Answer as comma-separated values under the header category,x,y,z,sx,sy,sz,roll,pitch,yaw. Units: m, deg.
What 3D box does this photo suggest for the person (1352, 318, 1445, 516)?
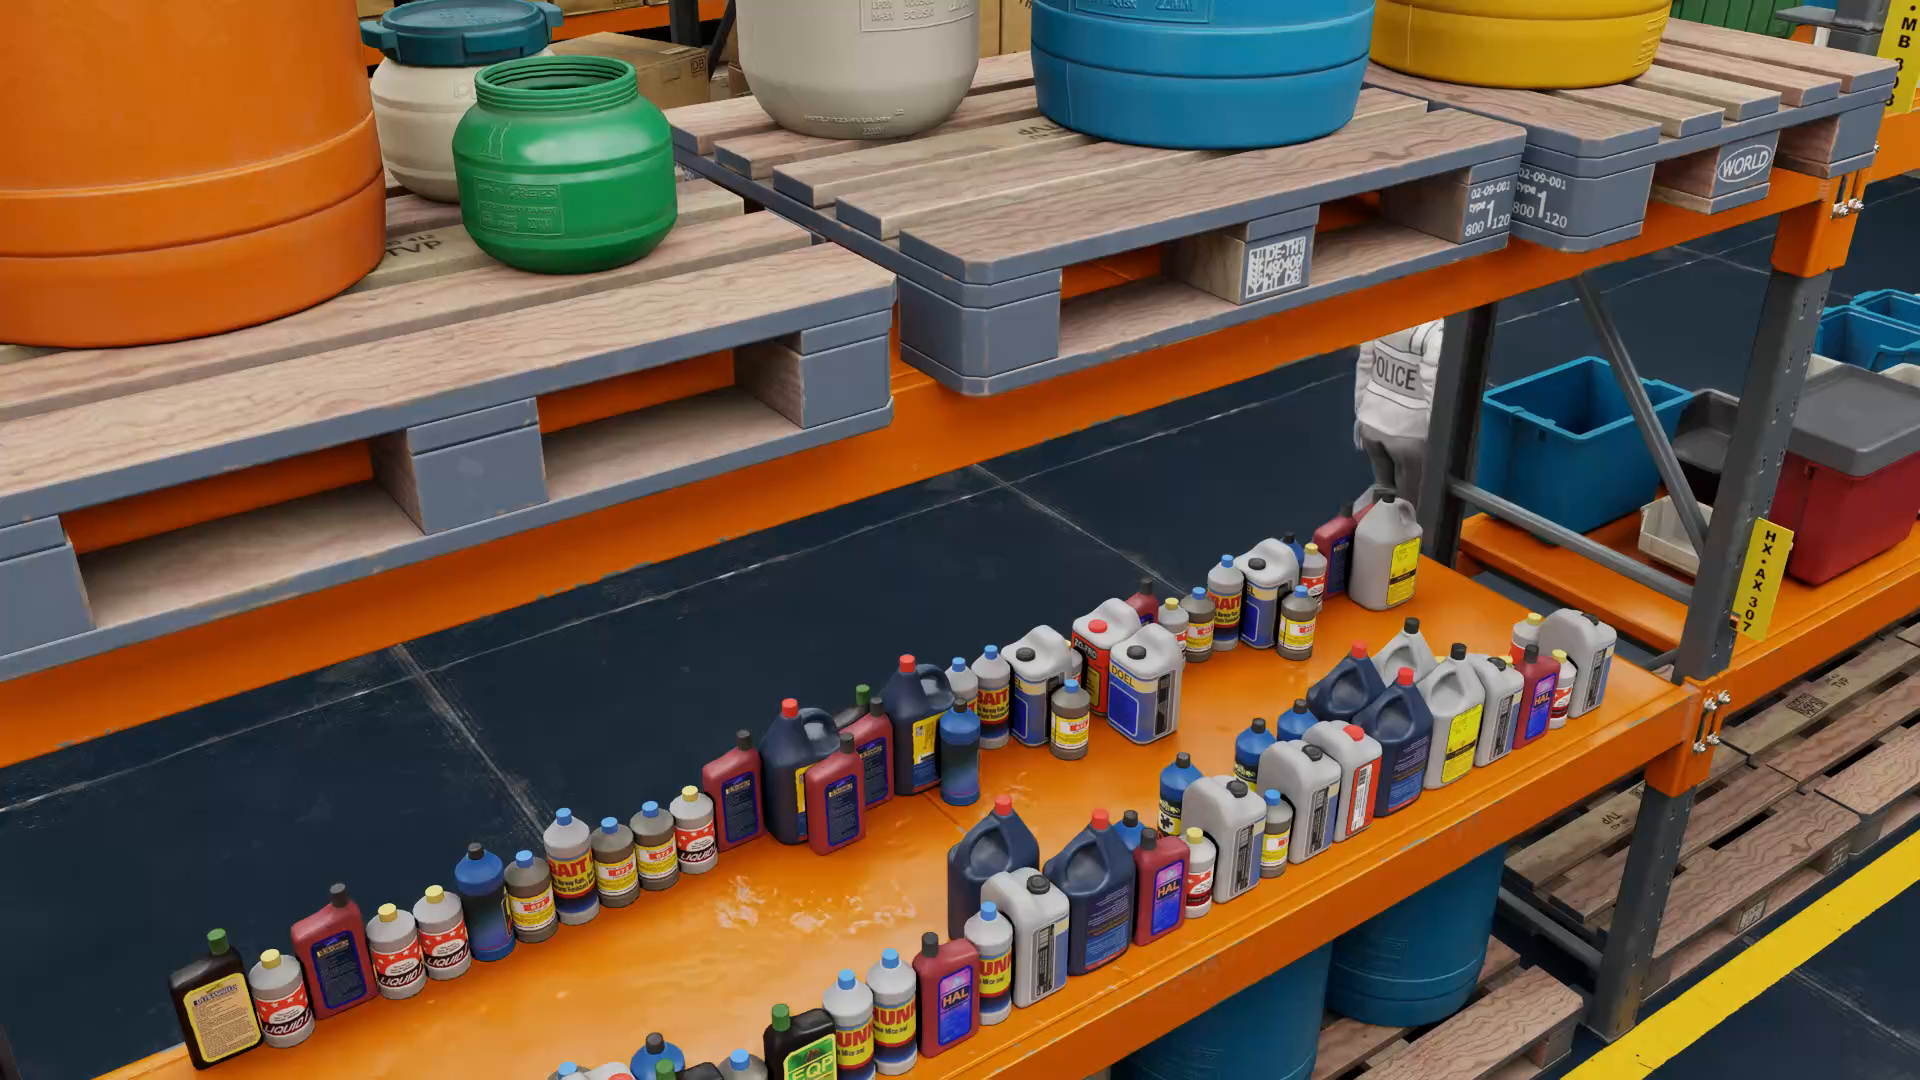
category,x,y,z,sx,sy,sz,roll,pitch,yaw
person,1.794,-0.443,6.847,0.496,1.683,0.500,-17,33,-28
